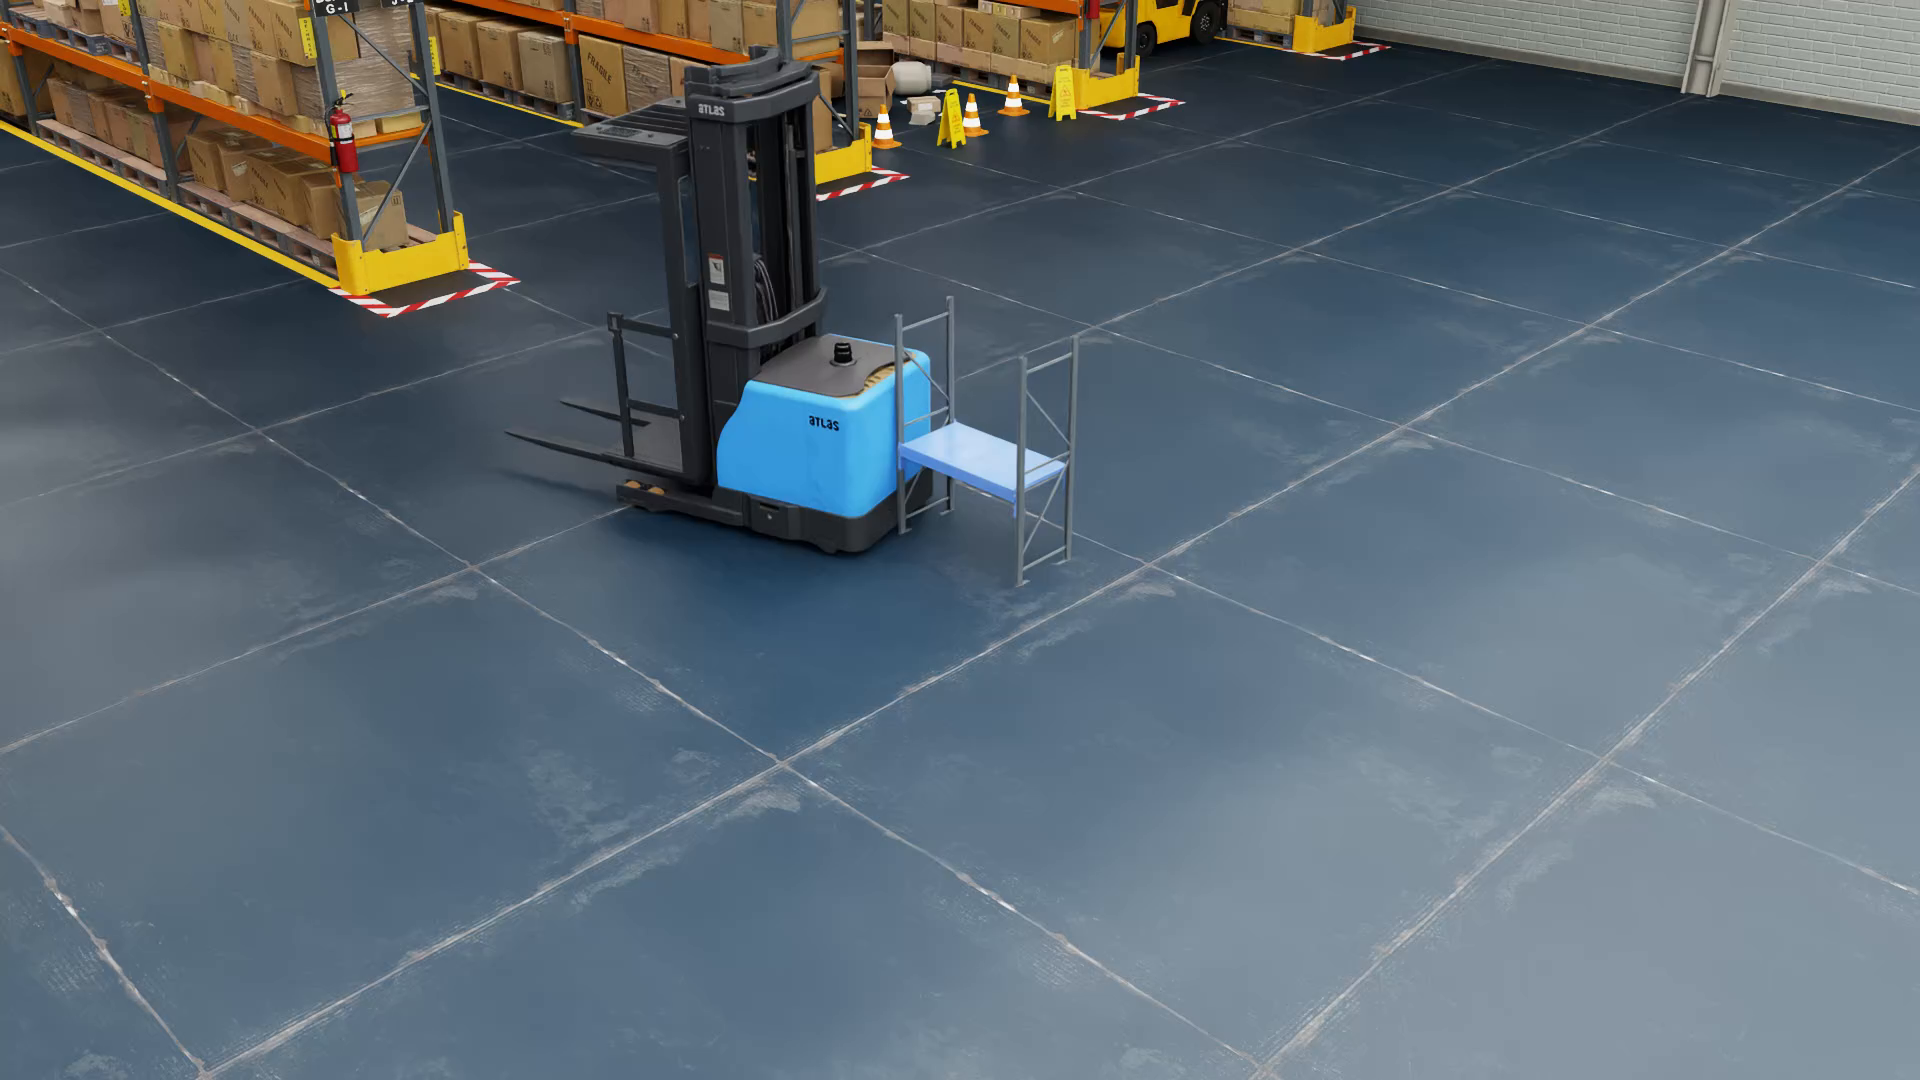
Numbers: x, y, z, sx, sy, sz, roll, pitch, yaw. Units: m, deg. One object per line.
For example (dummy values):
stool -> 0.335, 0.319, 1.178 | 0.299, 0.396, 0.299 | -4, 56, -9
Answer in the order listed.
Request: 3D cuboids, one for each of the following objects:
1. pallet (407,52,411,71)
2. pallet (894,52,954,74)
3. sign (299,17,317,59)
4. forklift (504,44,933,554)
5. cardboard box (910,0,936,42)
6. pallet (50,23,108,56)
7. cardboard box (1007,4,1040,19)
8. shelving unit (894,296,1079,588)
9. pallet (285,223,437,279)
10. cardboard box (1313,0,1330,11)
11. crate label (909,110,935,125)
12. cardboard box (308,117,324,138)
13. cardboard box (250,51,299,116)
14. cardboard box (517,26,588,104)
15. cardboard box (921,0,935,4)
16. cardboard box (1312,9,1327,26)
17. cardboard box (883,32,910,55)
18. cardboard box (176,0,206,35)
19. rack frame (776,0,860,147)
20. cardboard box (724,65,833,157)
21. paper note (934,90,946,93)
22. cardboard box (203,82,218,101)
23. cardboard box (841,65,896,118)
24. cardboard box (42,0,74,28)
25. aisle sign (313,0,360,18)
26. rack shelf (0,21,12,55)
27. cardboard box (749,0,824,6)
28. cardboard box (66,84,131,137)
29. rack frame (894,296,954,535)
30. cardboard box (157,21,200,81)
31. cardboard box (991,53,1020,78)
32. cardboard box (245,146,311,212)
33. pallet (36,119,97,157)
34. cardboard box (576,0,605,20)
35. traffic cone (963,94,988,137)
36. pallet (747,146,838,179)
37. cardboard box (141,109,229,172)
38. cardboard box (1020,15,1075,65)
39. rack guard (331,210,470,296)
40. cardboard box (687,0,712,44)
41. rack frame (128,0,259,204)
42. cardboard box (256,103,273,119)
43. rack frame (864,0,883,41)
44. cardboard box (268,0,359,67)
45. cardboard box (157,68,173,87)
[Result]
pallet -> -7.770, -6.975, 23.781 | 1.213, 0.211, 1.003 | 25, 36, 38
pallet -> -0.460, -6.882, 23.605 | 1.213, 0.211, 1.003 | 25, 36, 38
sign -> -5.462, -4.205, 13.933 | 0.005, 0.325, 0.100 | 25, 36, 38
forklift -> -1.727, -1.682, 10.793 | 3.031, 2.935, 1.130 | 14, 31, 24
cardboard box -> -0.342, -7.172, 22.857 | 0.500, 0.500, 0.500 | -24, 36, -37
pallet -> -9.323, -5.623, 18.420 | 1.213, 0.211, 1.003 | 25, 36, 38
cardboard box -> 0.826, -6.879, 21.603 | 0.380, 0.149, 0.250 | -24, 36, -38
shelving unit -> 0.148, -0.619, 10.310 | 1.048, 1.500, 0.538 | 24, 36, 38
pallet -> -5.668, -2.797, 15.837 | 1.213, 0.211, 1.003 | 25, 36, 38
cardboard box -> 5.177, -8.080, 24.852 | 0.500, 0.250, 0.500 | -25, 36, -38
crate label -> -0.462, -5.221, 20.525 | 0.298, 0.136, 0.250 | 7, 29, 13
cardboard box -> -5.585, -3.725, 14.875 | 0.250, 0.149, 0.380 | 25, 36, 38
cardboard box -> -5.873, -4.218, 15.115 | 0.500, 0.500, 0.875 | 25, 36, 38
cardboard box -> -4.867, -6.011, 20.918 | 0.750, 0.750, 1.050 | 24, 36, 38
cardboard box -> -0.317, -7.402, 22.598 | 0.380, 0.149, 0.250 | -24, 36, -37
cardboard box -> 5.153, -7.861, 24.974 | 0.500, 0.250, 0.500 | 25, 37, 39
cardboard box -> -0.732, -7.011, 23.356 | 0.500, 0.250, 0.500 | 23, 35, 36
cardboard box -> -7.055, -5.096, 15.711 | 0.500, 0.500, 0.500 | 25, 36, 38
rack frame -> -1.509, -5.343, 17.682 | 0.127, 3.000, 1.000 | 25, 36, 38
cardboard box -> -2.039, -4.788, 18.458 | 0.875, 0.875, 0.875 | 25, 37, 39
paper note -> -0.269, -5.951, 22.029 | 0.148, 0.019, 0.142 | 12, 30, 22
cardboard box -> -7.060, -4.354, 16.071 | 0.250, 0.149, 0.380 | 25, 36, 38
cardboard box -> -1.139, -5.647, 20.942 | 0.637, 0.503, 0.797 | 2, 28, 4
cardboard box -> -9.730, -5.837, 18.330 | 0.500, 0.250, 0.500 | 23, 36, 37
aisle sign -> -5.225, -4.761, 13.781 | 0.004, 0.787, 0.394 | 25, 36, 38
rack shelf -> -12.190, -6.675, 20.987 | 4.000, 0.370, 1.077 | 25, 36, 38
cardboard box -> -1.747, -6.021, 17.650 | 0.550, 0.550, 0.875 | 25, 36, 38
cardboard box -> -9.867, -5.040, 19.318 | 0.500, 0.500, 0.700 | 21, 34, 34
rack frame -> -0.221, -0.782, 10.620 | 0.032, 1.500, 0.500 | 24, 36, 38
cardboard box -> -7.302, -4.869, 16.353 | 0.500, 0.500, 0.875 | 25, 36, 38
cardboard box -> 0.760, -6.334, 22.069 | 0.500, 0.250, 0.500 | 25, 37, 39
cardboard box -> -6.743, -3.610, 16.620 | 0.500, 0.500, 0.500 | 21, 34, 34
pallet -> -10.207, -4.851, 19.741 | 1.213, 0.211, 1.003 | 25, 36, 38
cardboard box -> -4.090, -6.598, 19.908 | 0.550, 0.550, 0.875 | 25, 36, 38
traffic cone -> 0.142, -5.129, 20.000 | 0.334, 0.463, 0.336 | 25, 36, 38
pallet -> -2.134, -4.344, 18.778 | 1.213, 0.211, 1.003 | 25, 36, 38
cardboard box -> -8.334, -4.331, 17.970 | 0.500, 0.500, 0.700 | 21, 34, 35
cardboard box -> 1.135, -6.494, 21.569 | 0.500, 0.500, 0.500 | 25, 37, 39
rack guard -> -5.113, -2.648, 15.243 | 0.348, 0.500, 1.175 | 25, 36, 38
cardboard box -> -2.525, -5.912, 18.603 | 0.550, 0.550, 0.875 | 25, 36, 38
rack frame -> -7.911, -5.035, 17.096 | 0.127, 3.000, 1.000 | 25, 36, 38
cardboard box -> -6.310, -4.046, 15.484 | 0.250, 0.149, 0.380 | 25, 36, 38
rack frame -> -0.963, -8.324, 23.351 | 0.127, 3.000, 1.000 | 25, 36, 38
cardboard box -> -5.624, -4.446, 14.474 | 0.500, 0.500, 0.500 | 25, 36, 38
cardboard box -> -7.800, -4.668, 16.668 | 0.250, 0.149, 0.380 | 25, 36, 38
